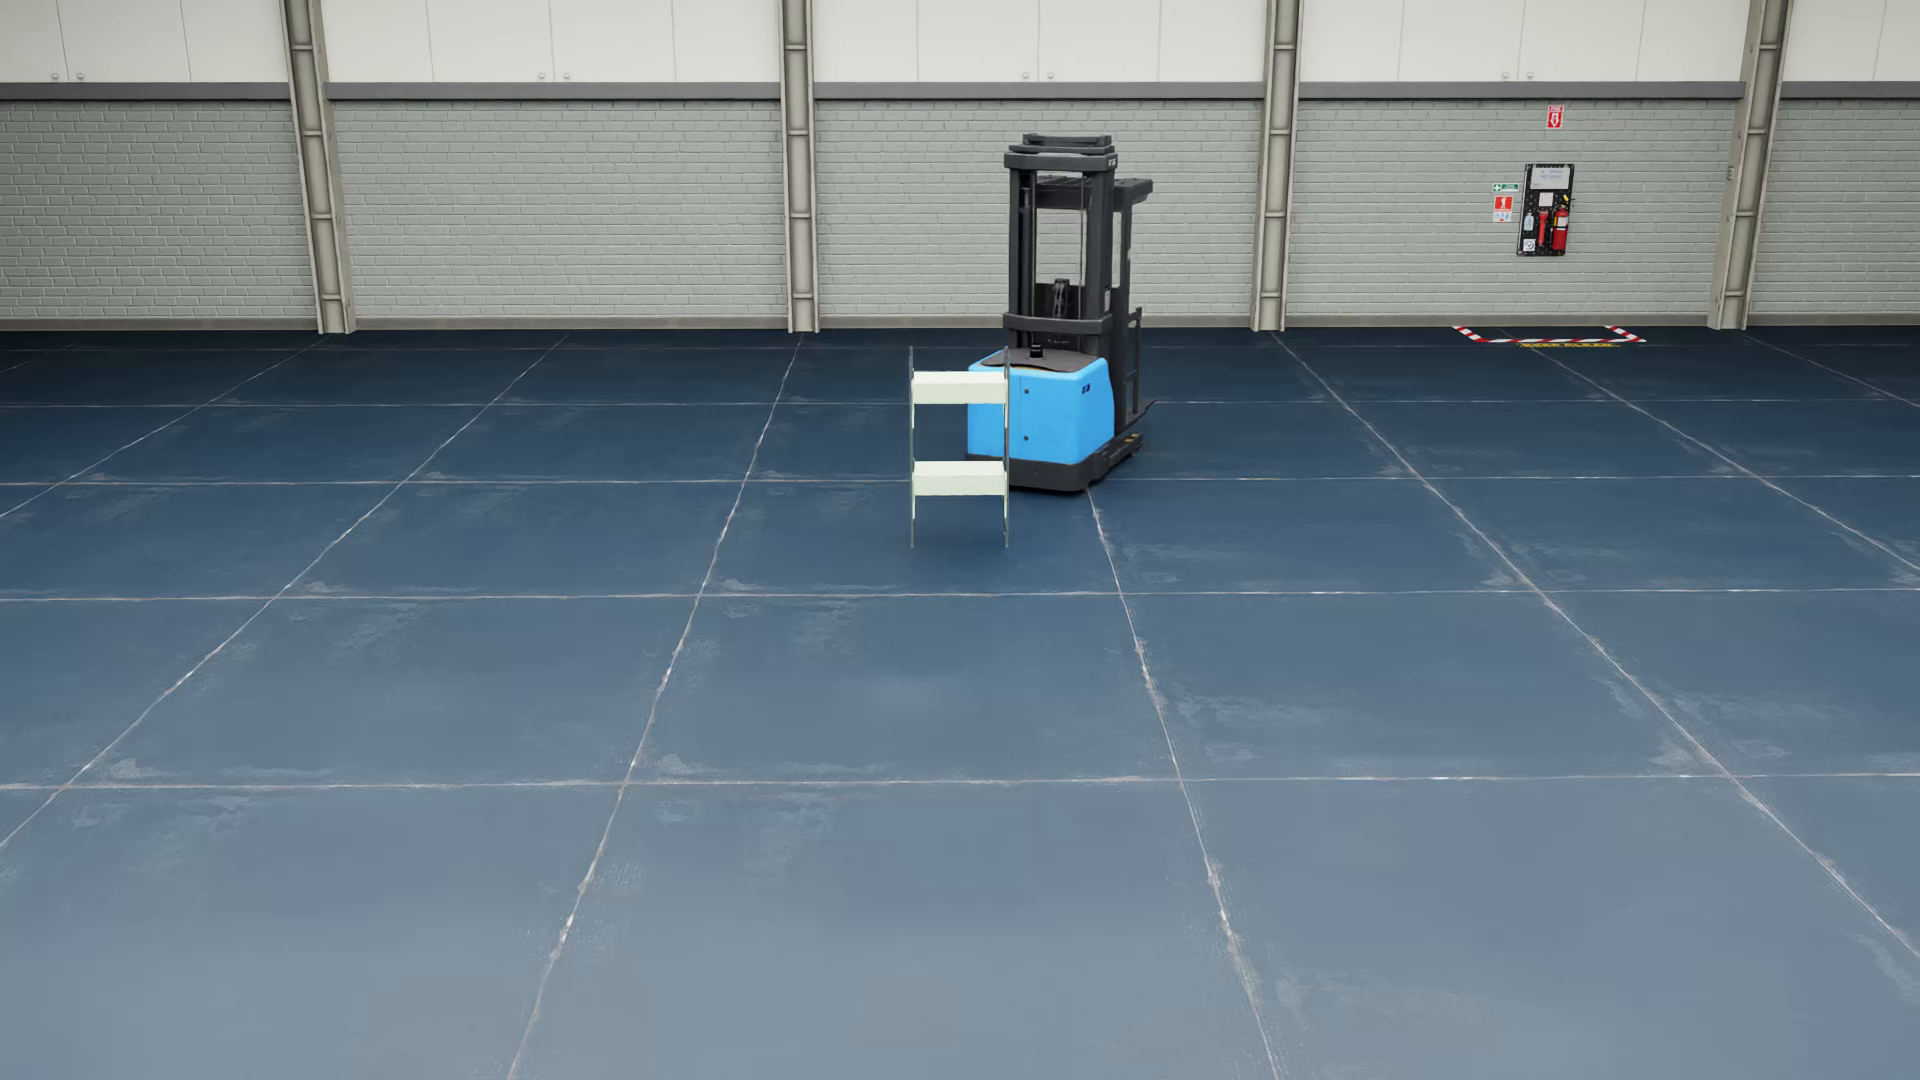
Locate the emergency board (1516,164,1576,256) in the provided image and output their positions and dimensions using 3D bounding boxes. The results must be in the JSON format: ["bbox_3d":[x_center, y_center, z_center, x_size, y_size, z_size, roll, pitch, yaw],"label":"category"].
[{"bbox_3d":[7.514,-4.200,21.229,0.643,1.169,0.194,0,18,-1],"label":"emergency board"}]

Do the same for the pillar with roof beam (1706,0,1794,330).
[{"bbox_3d":[10.054,-5.742,16.215,0.400,9.000,9.100,0,18,-1],"label":"pillar with roof beam"}]

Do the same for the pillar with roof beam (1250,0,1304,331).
[{"bbox_3d":[4.055,-5.713,16.125,0.400,9.000,9.100,0,18,-1],"label":"pillar with roof beam"}]

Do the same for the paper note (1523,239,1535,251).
[{"bbox_3d":[7.336,-3.801,21.427,0.142,0.148,0.016,0,18,-1],"label":"paper note"}]

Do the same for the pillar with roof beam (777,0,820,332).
[{"bbox_3d":[-1.945,-5.684,16.035,0.400,9.000,9.100,0,18,-1],"label":"pillar with roof beam"}]

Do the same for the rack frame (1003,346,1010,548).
[{"bbox_3d":[0.359,-0.716,12.824,0.023,1.500,0.400,0,18,-1],"label":"rack frame"}]

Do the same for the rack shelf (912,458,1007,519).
[{"bbox_3d":[-0.007,-0.404,12.918,0.720,0.370,0.431,0,18,-1],"label":"rack shelf"}]

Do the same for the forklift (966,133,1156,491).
[{"bbox_3d":[1.080,-2.217,15.160,1.130,2.935,3.031,7,19,21],"label":"forklift"}]

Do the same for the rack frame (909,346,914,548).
[{"bbox_3d":[-0.373,-0.712,12.813,0.023,1.500,0.400,0,18,-1],"label":"rack frame"}]

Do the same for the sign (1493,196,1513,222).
[{"bbox_3d":[6.960,-4.246,21.314,0.234,0.329,0.001,0,18,-1],"label":"sign"}]

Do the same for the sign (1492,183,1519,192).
[{"bbox_3d":[6.965,-4.495,21.225,0.331,0.109,0.001,0,18,-1],"label":"sign"}]

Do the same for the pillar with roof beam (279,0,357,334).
[{"bbox_3d":[-7.944,-5.655,15.945,0.400,9.000,9.100,0,18,-1],"label":"pillar with roof beam"}]

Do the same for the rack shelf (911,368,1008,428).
[{"bbox_3d":[-0.007,-1.086,12.699,0.720,0.370,0.431,0,18,-1],"label":"rack shelf"}]

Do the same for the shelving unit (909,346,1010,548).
[{"bbox_3d":[-0.007,-0.714,12.818,0.755,1.500,0.431,0,18,-1],"label":"shelving unit"}]

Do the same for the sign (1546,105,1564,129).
[{"bbox_3d":[7.505,-5.334,20.970,0.199,0.298,0.001,0,18,-1],"label":"sign"}]
